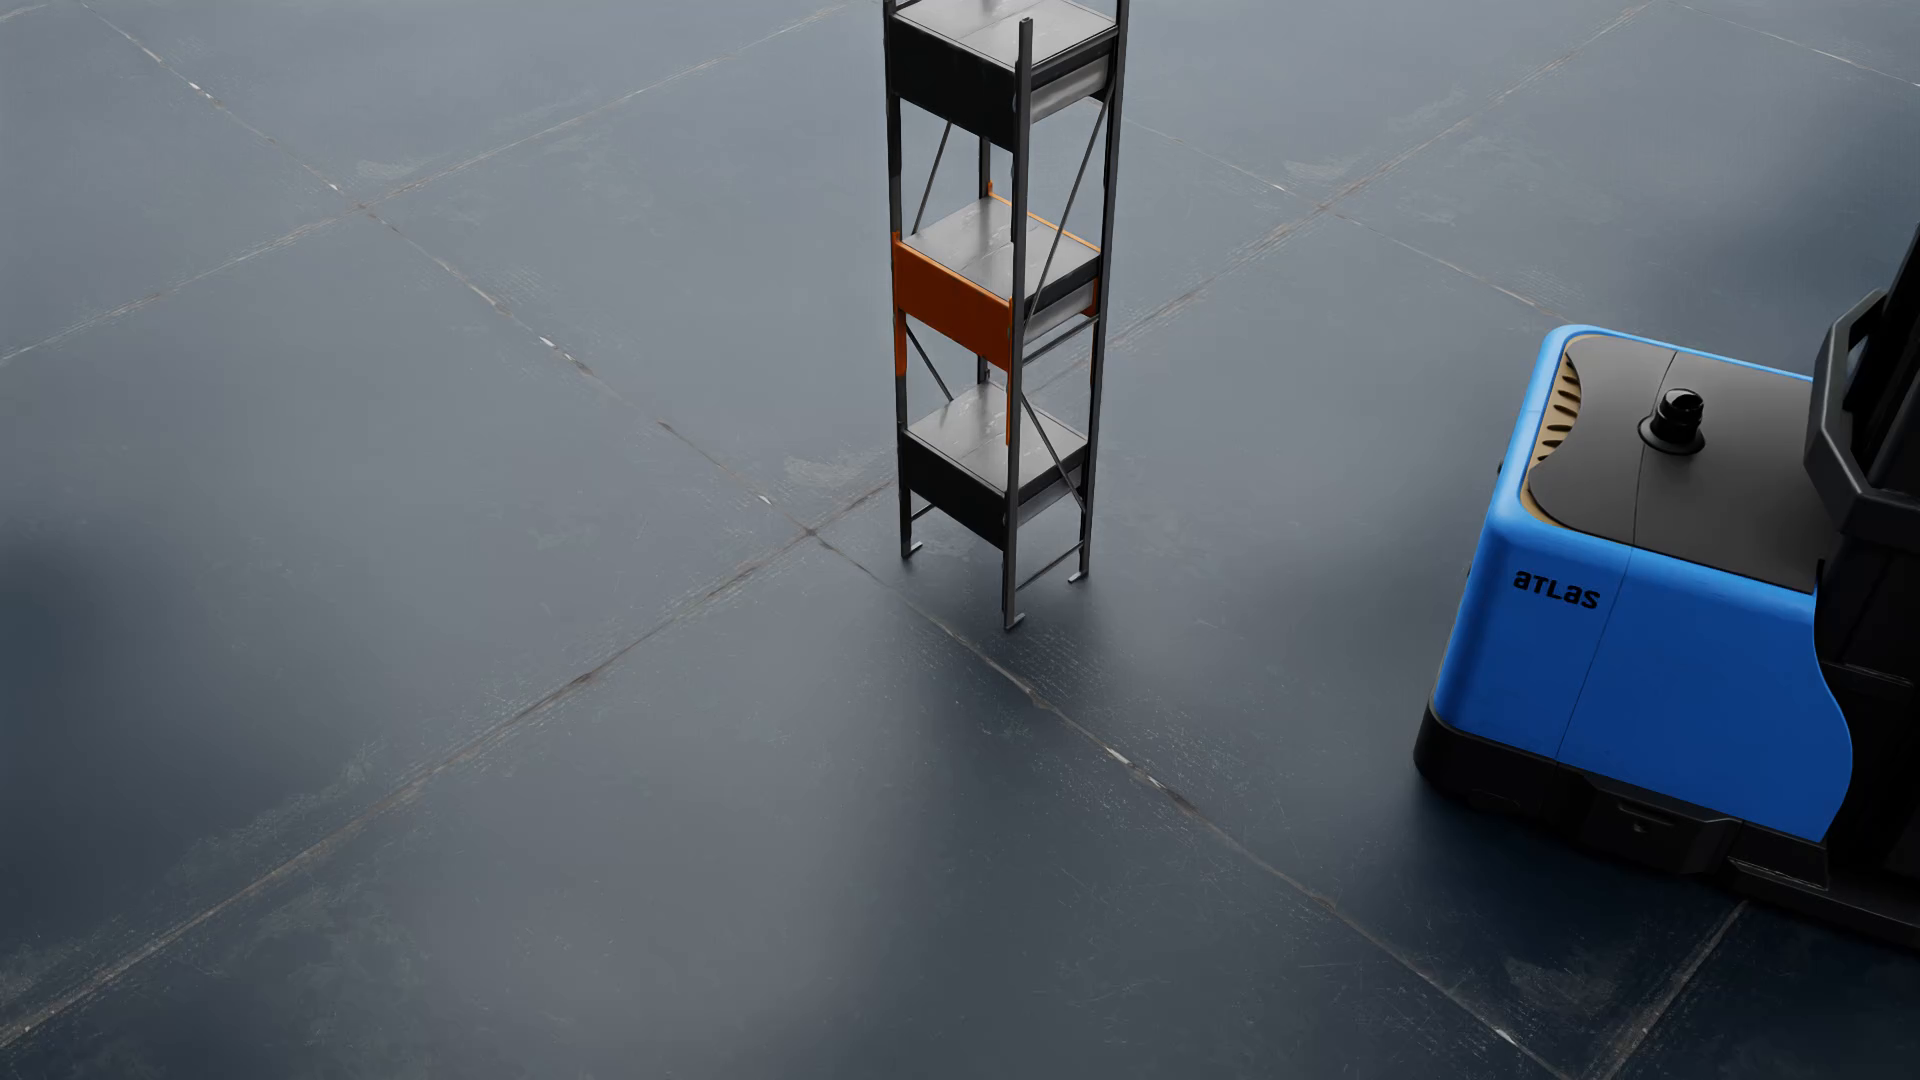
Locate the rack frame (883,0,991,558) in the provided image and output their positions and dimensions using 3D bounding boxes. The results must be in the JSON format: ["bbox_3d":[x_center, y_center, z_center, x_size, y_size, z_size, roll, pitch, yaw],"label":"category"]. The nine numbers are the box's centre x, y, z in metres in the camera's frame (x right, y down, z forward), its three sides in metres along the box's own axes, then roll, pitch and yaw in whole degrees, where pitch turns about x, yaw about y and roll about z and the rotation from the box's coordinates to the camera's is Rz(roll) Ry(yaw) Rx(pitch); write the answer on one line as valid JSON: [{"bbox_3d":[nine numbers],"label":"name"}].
[{"bbox_3d":[-0.055,-0.809,5.078,0.400,2.100,0.015,-34,53,-31],"label":"rack frame"}]

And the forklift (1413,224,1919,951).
[{"bbox_3d":[2.908,-0.231,3.841,3.031,2.935,1.130,17,45,18],"label":"forklift"}]

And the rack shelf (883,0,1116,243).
[{"bbox_3d":[0.117,-1.196,4.486,0.431,0.518,0.480,-34,53,-31],"label":"rack shelf"}]

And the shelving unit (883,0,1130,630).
[{"bbox_3d":[0.117,-0.692,4.951,0.431,2.100,0.503,-34,53,-31],"label":"shelving unit"}]

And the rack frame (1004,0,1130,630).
[{"bbox_3d":[0.289,-0.574,4.824,0.400,2.100,0.015,-34,53,-31],"label":"rack frame"}]

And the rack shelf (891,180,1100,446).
[{"bbox_3d":[0.117,-0.682,4.961,0.431,0.518,0.480,-34,53,-31],"label":"rack shelf"}]

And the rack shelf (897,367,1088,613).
[{"bbox_3d":[0.117,-0.167,5.436,0.431,0.518,0.480,-34,53,-31],"label":"rack shelf"}]
